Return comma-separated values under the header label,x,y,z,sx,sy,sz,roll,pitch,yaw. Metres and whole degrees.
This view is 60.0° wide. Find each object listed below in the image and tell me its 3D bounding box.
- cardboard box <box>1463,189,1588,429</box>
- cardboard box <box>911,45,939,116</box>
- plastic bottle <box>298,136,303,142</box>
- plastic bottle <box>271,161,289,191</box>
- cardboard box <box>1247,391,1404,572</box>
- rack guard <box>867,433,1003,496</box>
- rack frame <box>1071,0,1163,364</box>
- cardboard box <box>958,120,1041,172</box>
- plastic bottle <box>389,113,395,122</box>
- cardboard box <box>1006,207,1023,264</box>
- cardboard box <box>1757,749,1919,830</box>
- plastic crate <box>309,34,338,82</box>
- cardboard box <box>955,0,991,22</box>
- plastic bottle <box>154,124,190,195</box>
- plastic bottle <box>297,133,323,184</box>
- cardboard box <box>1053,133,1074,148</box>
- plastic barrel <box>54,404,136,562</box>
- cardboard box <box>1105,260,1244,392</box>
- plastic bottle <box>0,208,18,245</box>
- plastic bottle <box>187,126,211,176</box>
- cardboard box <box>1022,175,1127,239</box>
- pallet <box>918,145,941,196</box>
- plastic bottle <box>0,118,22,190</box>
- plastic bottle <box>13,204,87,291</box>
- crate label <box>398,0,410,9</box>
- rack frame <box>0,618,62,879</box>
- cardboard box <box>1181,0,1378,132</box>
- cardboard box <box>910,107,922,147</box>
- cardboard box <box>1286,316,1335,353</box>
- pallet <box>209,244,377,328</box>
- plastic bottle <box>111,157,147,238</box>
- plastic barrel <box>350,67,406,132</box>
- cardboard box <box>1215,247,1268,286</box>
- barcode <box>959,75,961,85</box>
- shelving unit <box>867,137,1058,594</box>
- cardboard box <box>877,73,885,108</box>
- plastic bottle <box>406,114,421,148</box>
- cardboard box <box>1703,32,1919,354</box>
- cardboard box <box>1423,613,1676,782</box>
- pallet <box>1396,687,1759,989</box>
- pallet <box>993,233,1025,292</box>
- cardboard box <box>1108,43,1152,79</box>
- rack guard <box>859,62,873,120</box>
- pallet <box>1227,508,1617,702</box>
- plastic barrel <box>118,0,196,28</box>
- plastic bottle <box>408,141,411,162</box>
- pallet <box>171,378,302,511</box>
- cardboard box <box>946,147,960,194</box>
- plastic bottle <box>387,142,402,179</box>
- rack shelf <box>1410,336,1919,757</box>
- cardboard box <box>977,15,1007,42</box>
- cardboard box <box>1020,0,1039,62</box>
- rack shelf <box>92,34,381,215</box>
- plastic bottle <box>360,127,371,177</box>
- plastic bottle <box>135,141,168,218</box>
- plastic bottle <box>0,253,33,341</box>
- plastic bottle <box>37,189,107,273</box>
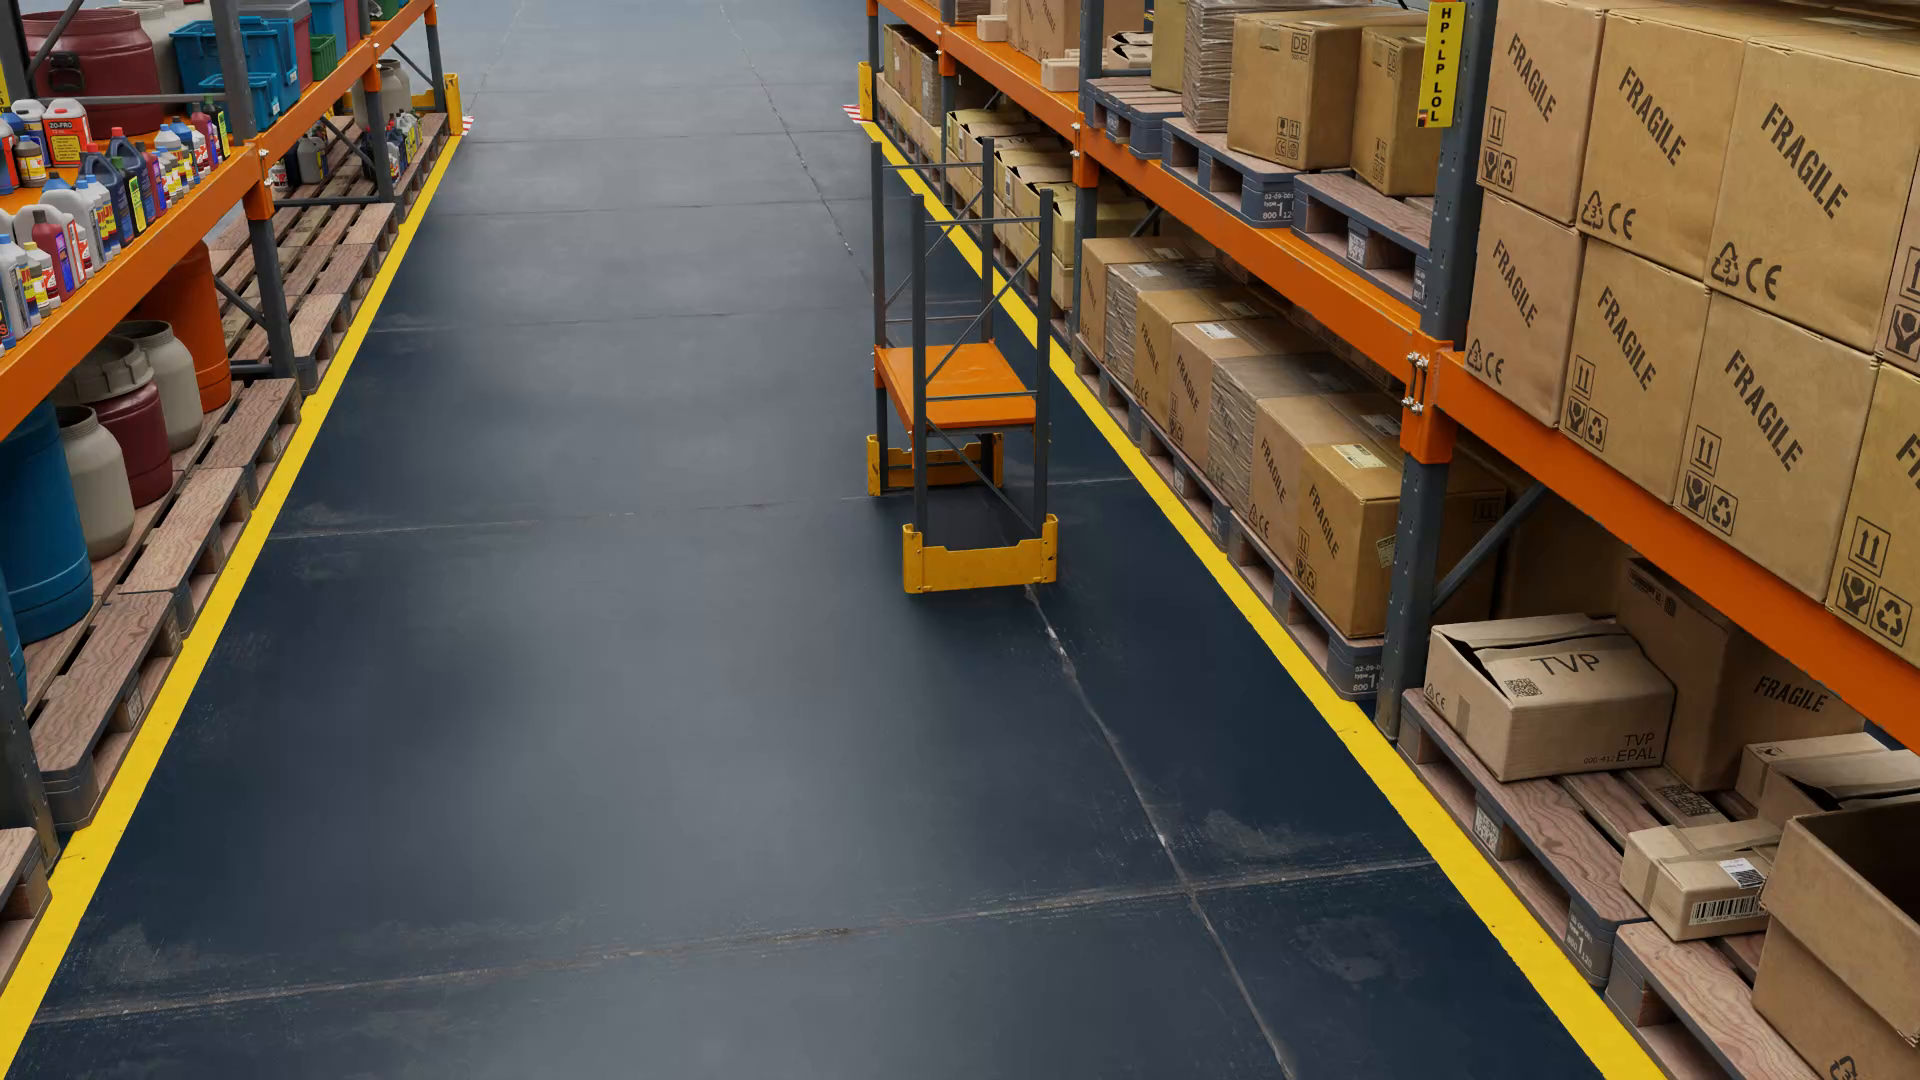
label,x,y,z,sx,sy,sz,roll,pitch,yaw
cardboard box,1.667,-0.616,4.287,0.500,0.500,0.500,-4,24,-8
cardboard box,-0.116,-3.773,13.616,0.500,0.500,0.500,-4,24,-10
plastic bottle,-5.005,-2.994,12.618,0.144,0.351,0.185,-4,24,-10
plastic bottle,-4.880,-2.611,11.927,0.097,0.201,0.097,0,24,0
cardboard box,1.385,-0.215,6.067,0.500,0.500,0.500,-4,24,-10
rack guard,-0.106,-0.340,7.217,0.587,0.250,0.087,-4,24,-10
rack frame,1.101,-2.364,8.415,1.000,3.000,0.127,-4,24,-10
cardboard box,0.281,-2.748,11.505,0.500,0.311,0.500,-5,24,-10
plastic bottle,-4.561,-3.303,13.409,0.061,0.283,0.133,-4,24,-10
cardboard box,0.575,-1.886,10.230,0.500,0.250,0.500,-4,24,-9
cardboard box,2.364,0.738,4.122,0.500,0.311,0.500,-4,24,-10
plastic crate,-3.908,-2.811,9.703,0.450,0.188,0.662,-4,24,-10
cardboard box,0.273,-4.157,12.396,0.700,0.500,0.500,-5,24,-11
plastic bottle,-3.155,-1.522,6.647,0.097,0.271,0.097,0,24,0
plastic bottle,-4.768,-2.802,12.179,0.144,0.351,0.185,-4,24,-10
cardboard box,0.911,-2.588,11.138,0.500,0.311,0.500,-4,24,-10
plastic barrel,-3.259,-0.200,6.044,0.421,0.512,0.421,0,24,0
cardboard box,1.007,-1.014,7.898,0.500,0.500,0.500,-5,24,-12
plastic bottle,-3.060,-0.932,5.290,0.152,0.276,0.135,-4,24,-10
plastic bottle,-3.227,-1.643,7.011,0.097,0.201,0.097,0,24,0
cardboard box,0.660,-1.945,9.666,0.500,0.311,0.500,-5,24,-11
pallet,0.256,-2.975,13.298,1.003,0.211,1.213,-4,24,-10
plastic bottle,-3.920,-1.566,6.742,0.152,0.276,0.135,-4,24,-10
plastic bottle,-2.910,-0.943,5.316,0.152,0.276,0.135,-4,24,-10
crate label,-4.641,-4.458,13.165,0.502,0.435,0.616,-4,24,-10
rack frame,-3.028,-0.425,3.976,1.000,3.000,0.127,-4,24,-10
cardboard box,1.310,-1.989,6.906,0.700,0.500,0.500,0,24,0
cardboard box,-0.129,-3.429,13.764,0.500,0.250,0.500,-4,24,-10
cardboard box,1.703,-0.660,7.087,0.500,0.500,0.500,-5,24,-12
pallet,-4.095,-1.507,9.937,1.003,0.211,1.213,-4,24,-10
plastic bottle,-3.003,-1.243,5.994,0.061,0.283,0.133,-4,24,-10
plastic barrel,-4.957,-3.747,14.166,0.421,0.512,0.421,0,24,0
cardboard box,1.519,-1.391,7.824,0.500,0.250,0.500,-3,24,-8
barcode,0.000,-3.302,11.937,0.001,0.075,0.075,-4,24,-10
shelving unit,-0.014,-0.717,6.518,0.587,1.500,1.083,-4,24,-10
cardboard box,-0.498,-4.215,15.565,0.500,0.250,0.500,-4,24,-10
plastic bottle,-4.457,-3.308,13.429,0.152,0.276,0.135,-4,24,-9
cardboard box,1.842,-0.683,3.192,0.500,0.500,0.500,-5,24,-11
cardboard box,1.706,0.421,4.848,0.500,0.311,0.500,-4,24,-10
pallet,1.967,0.758,4.752,1.003,0.211,1.213,-4,24,-10
pallet,0.765,-1.892,10.817,1.003,0.211,1.213,-4,24,-10
cardboard box,1.077,-2.469,8.767,0.500,0.311,0.500,-3,24,-6
rack guard,-0.383,-4.374,16.141,1.175,0.500,0.348,-4,24,-10
pallet,1.653,0.170,6.096,1.003,0.211,1.213,-4,24,-10
plastic barrel,-4.245,-2.604,8.826,0.421,0.512,0.421,0,24,0
plastic bottle,-4.313,-3.027,12.879,0.097,0.201,0.097,0,24,0
pallet,-3.581,-0.414,7.434,1.003,0.211,1.213,-4,24,-10
cardboard box,0.193,-2.693,12.078,0.500,0.250,0.500,-5,24,-11
plastic bottle,-4.222,-2.808,12.286,0.152,0.276,0.135,-3,24,-8
rack shelf,2.211,0.326,3.155,1.077,0.370,4.000,-4,24,-10
cardboard box,0.325,-3.458,11.235,0.380,0.149,0.250,-4,24,-10
cardboard box,0.678,-3.275,10.377,0.500,0.500,0.500,-4,24,-10
rack shelf,-4.137,-2.456,9.524,1.077,0.370,4.000,-4,24,-10
plastic bottle,-4.390,-2.897,12.396,0.144,0.351,0.185,-4,24,-10
plastic bottle,-3.062,-1.368,6.281,0.061,0.283,0.133,-4,24,-10
plastic bottle,-2.807,-0.723,4.812,0.152,0.276,0.135,-4,24,-10
plastic bottle,-2.953,-1.034,5.525,0.152,0.276,0.135,-4,24,-10
